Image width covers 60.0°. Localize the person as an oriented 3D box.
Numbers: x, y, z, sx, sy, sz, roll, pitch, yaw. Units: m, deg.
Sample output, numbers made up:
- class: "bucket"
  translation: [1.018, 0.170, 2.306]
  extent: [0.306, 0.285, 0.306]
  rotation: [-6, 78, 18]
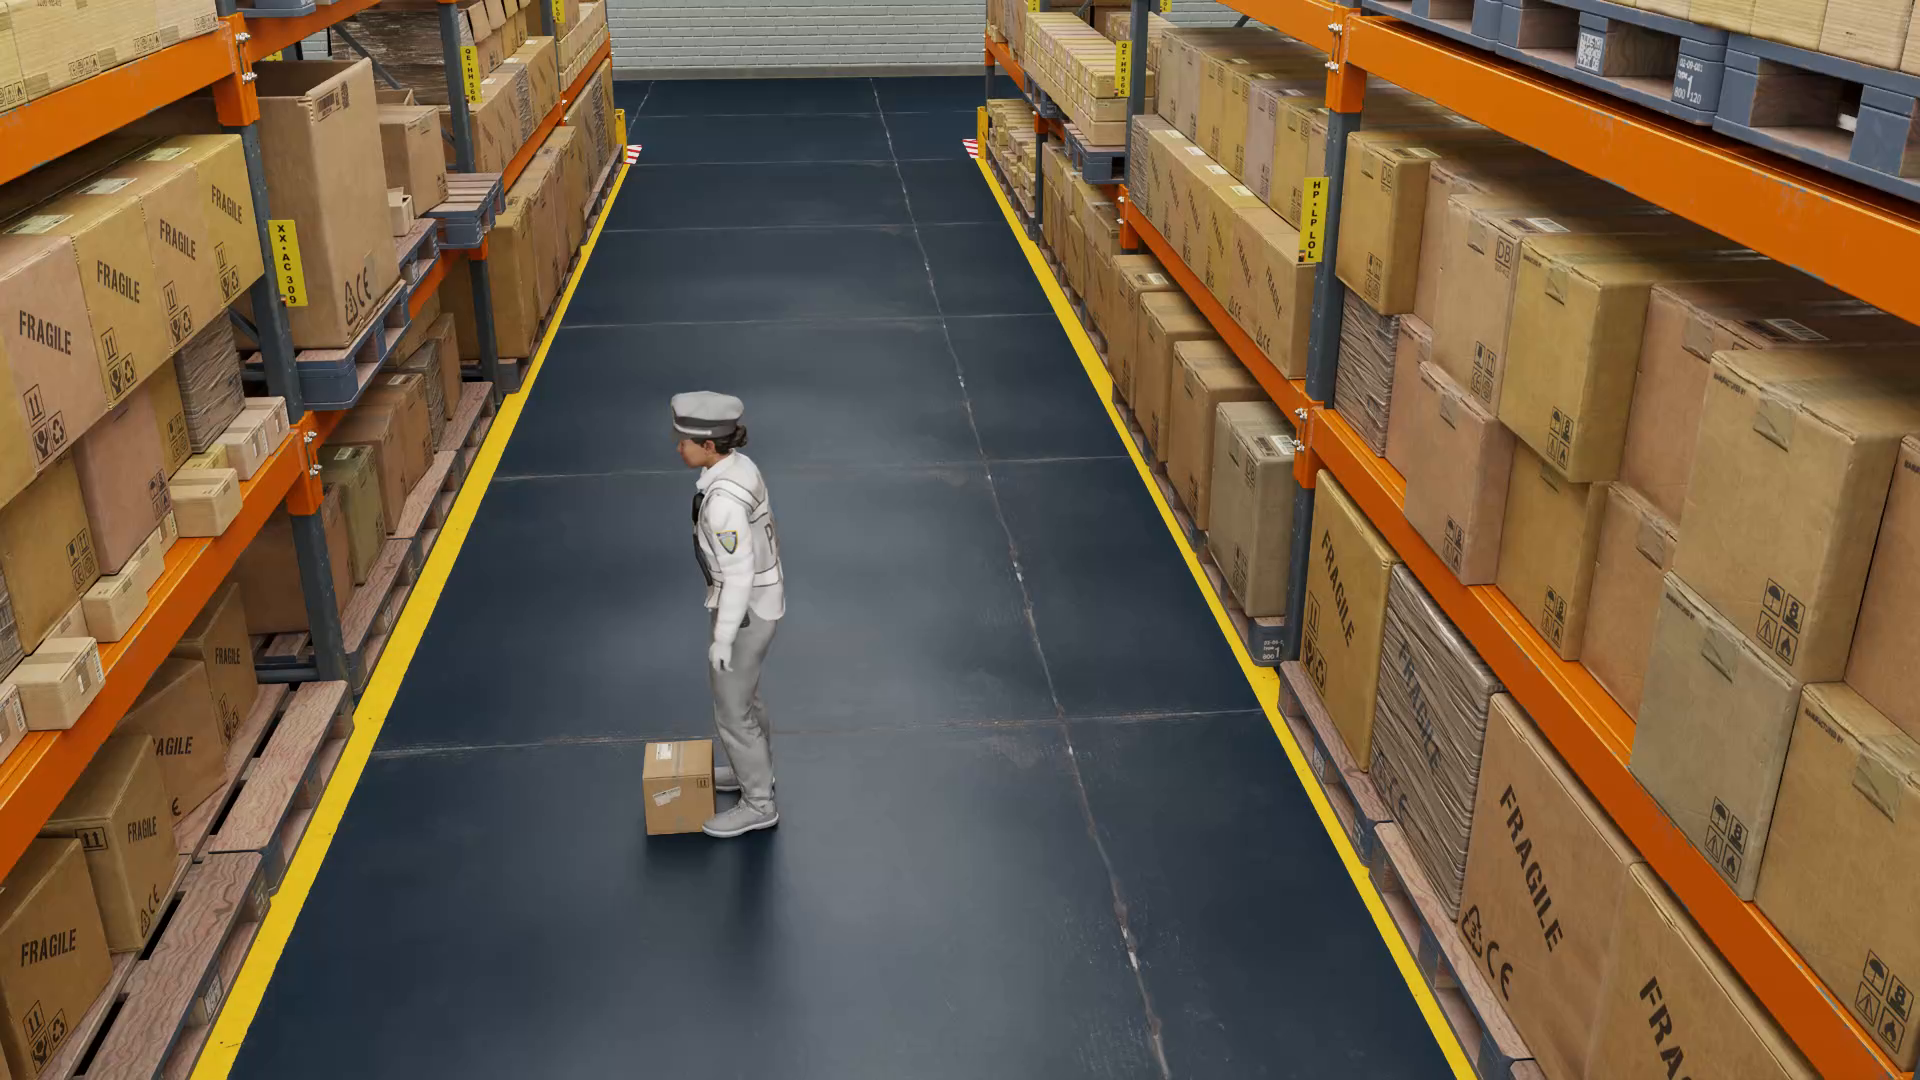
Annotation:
- class: "person"
  translation: [-0.813, 0.267, 5.993]
  extent: [0.371, 1.663, 0.530]
  rotation: [-2, 24, -5]
